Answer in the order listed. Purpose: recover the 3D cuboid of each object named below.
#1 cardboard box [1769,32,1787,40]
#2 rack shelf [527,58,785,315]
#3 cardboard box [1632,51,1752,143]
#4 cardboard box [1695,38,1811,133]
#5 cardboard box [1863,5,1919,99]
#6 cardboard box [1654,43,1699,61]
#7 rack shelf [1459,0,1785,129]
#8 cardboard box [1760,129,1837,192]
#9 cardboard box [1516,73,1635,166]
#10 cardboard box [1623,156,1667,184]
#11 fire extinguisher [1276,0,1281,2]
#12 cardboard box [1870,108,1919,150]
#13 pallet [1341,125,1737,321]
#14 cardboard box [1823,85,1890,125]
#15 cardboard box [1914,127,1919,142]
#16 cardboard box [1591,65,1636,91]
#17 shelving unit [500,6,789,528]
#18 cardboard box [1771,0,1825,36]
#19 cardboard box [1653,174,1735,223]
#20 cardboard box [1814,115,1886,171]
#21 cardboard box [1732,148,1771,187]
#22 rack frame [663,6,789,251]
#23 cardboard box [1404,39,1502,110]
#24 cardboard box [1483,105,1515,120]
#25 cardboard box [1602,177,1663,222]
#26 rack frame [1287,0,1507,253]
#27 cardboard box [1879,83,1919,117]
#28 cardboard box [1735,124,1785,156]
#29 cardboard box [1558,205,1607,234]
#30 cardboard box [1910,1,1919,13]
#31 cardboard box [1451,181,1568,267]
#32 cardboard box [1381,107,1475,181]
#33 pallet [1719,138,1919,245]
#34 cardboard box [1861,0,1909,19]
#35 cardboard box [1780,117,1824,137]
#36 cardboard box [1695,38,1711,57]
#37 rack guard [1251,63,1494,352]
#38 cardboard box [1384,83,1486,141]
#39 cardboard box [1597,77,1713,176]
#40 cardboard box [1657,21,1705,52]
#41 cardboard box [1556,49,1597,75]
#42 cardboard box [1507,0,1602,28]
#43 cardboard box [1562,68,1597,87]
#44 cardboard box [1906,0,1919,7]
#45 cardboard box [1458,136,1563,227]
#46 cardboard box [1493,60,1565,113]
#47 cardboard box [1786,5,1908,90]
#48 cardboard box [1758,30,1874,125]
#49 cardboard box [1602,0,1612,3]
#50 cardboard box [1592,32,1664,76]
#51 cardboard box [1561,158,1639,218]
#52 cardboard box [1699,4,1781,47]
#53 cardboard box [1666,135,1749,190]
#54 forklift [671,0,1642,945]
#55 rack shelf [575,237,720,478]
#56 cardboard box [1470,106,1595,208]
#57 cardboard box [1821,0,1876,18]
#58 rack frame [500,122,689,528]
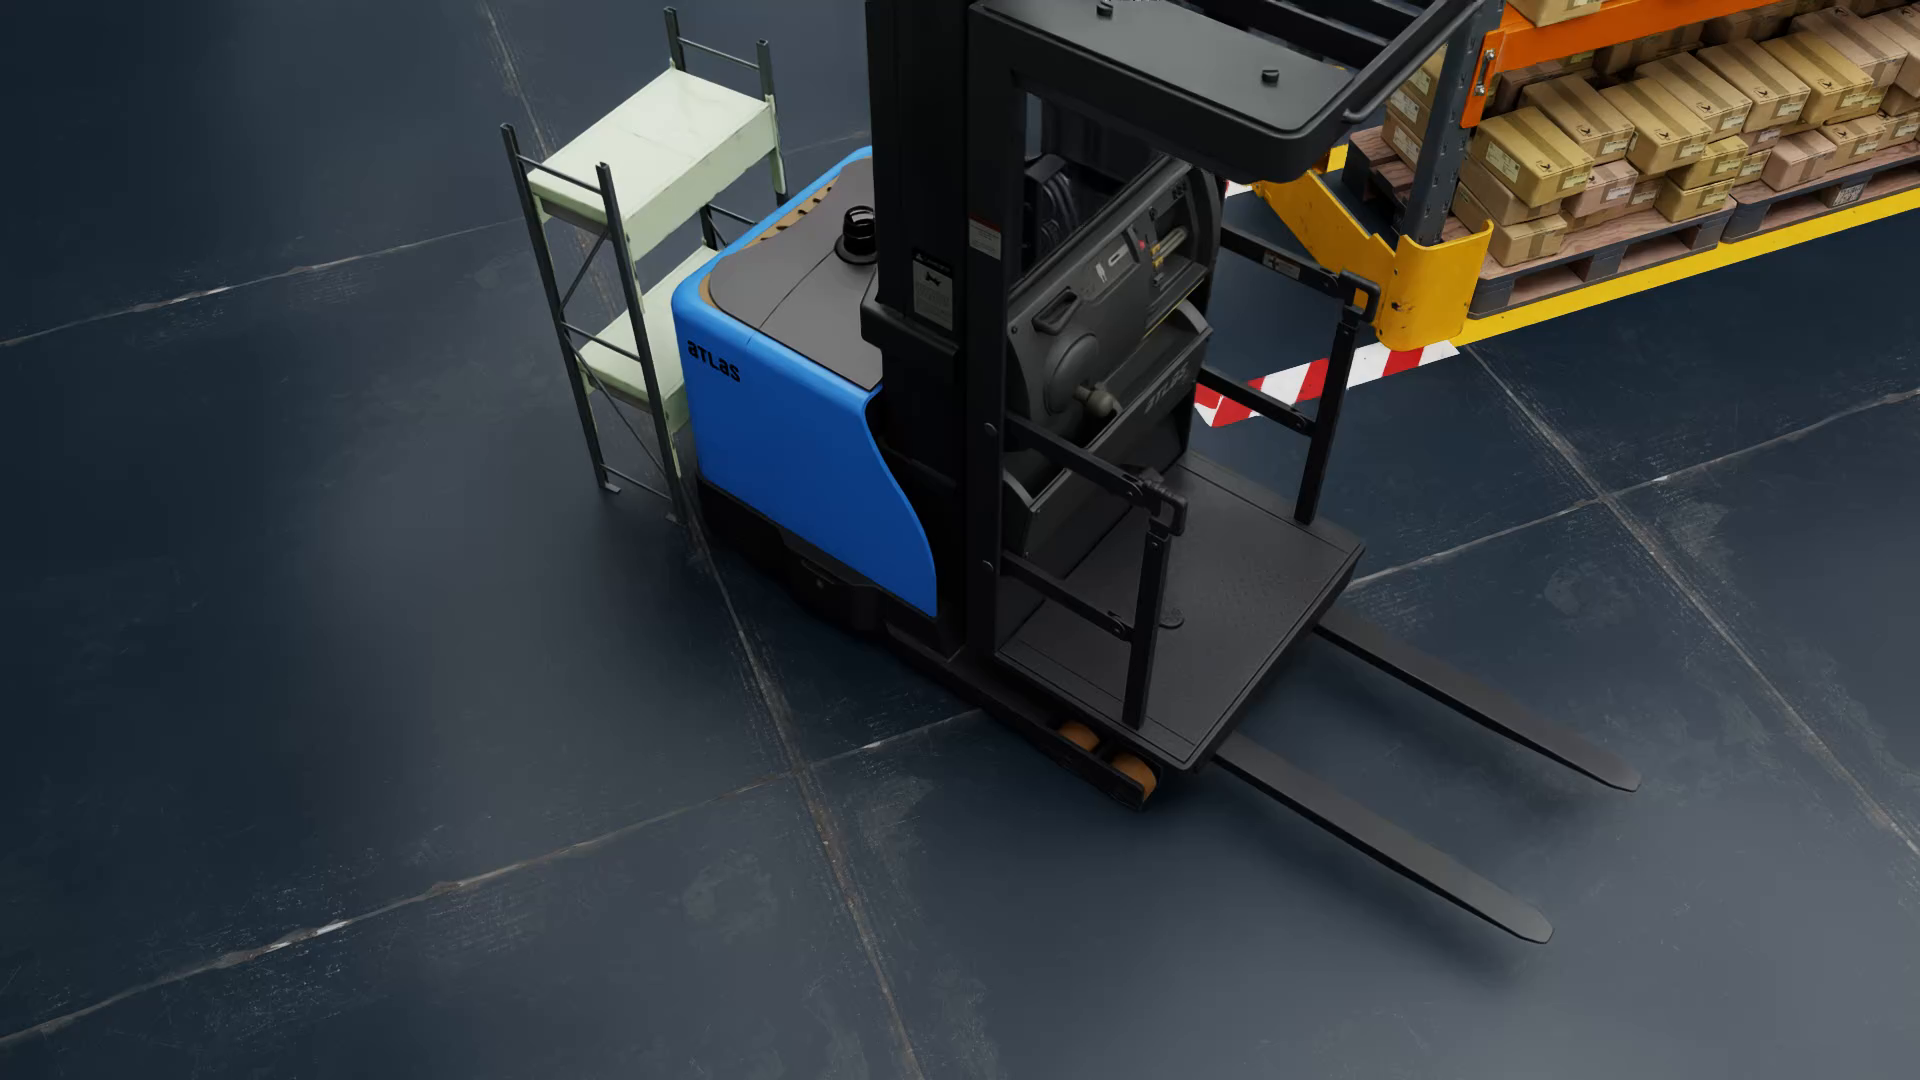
[{"bbox_3d":[3.345,-2.244,7.106,0.250,0.149,0.380,-17,51,-14],"label":"cardboard box"},{"bbox_3d":[-0.945,-1.116,5.196,0.431,0.370,0.720,25,54,22],"label":"rack shelf"},{"bbox_3d":[2.824,-1.709,6.451,0.250,0.149,0.380,-20,52,-16],"label":"cardboard box"},{"bbox_3d":[3.084,-1.782,6.513,0.250,0.149,0.380,-15,51,-13],"label":"cardboard box"},{"bbox_3d":[3.813,-1.959,6.665,0.250,0.149,0.380,-19,52,-16],"label":"cardboard box"},{"bbox_3d":[2.857,-2.085,6.970,0.250,0.149,0.380,-17,51,-14],"label":"cardboard box"},{"bbox_3d":[3.372,-2.460,6.359,4.000,0.370,1.077,-17,52,-14],"label":"rack shelf"},{"bbox_3d":[3.307,-1.609,6.757,0.250,0.149,0.380,-20,52,-16],"label":"cardboard box"},{"bbox_3d":[2.344,-1.597,6.355,0.250,0.149,0.380,-16,51,-14],"label":"cardboard box"},{"bbox_3d":[2.571,-1.566,6.524,0.250,0.149,0.380,-17,51,-14],"label":"cardboard box"},{"bbox_3d":[1.113,-2.225,5.981,0.183,0.674,0.296,-17,52,-14],"label":"fire extinguisher"},{"bbox_3d":[3.765,-1.799,6.920,0.250,0.149,0.380,-16,51,-14],"label":"cardboard box"},{"bbox_3d":[2.357,-1.442,6.849,1.213,0.211,1.003,-17,52,-14],"label":"pallet"},{"bbox_3d":[3.549,-1.884,6.797,0.250,0.149,0.380,-15,51,-13],"label":"cardboard box"},{"bbox_3d":[4.032,-1.827,6.944,0.250,0.149,0.380,-17,52,-14],"label":"cardboard box"},{"bbox_3d":[2.670,-1.932,6.838,0.250,0.149,0.380,-18,52,-15],"label":"cardboard box"},{"bbox_3d":[-0.934,-0.856,5.487,0.431,1.500,0.755,25,54,22],"label":"shelving unit"},{"bbox_3d":[3.370,-2.286,6.946,0.250,0.149,0.380,-17,51,-14],"label":"cardboard box"},{"bbox_3d":[2.844,-1.459,6.628,0.250,0.149,0.380,-17,51,-14],"label":"cardboard box"},{"bbox_3d":[3.554,-1.707,6.841,0.250,0.149,0.380,-17,52,-14],"label":"cardboard box"},{"bbox_3d":[3.044,-1.599,6.748,0.250,0.149,0.380,-17,51,-14],"label":"cardboard box"},{"bbox_3d":[-0.733,-1.088,5.686,0.400,1.500,0.023,25,54,22],"label":"rack frame"},{"bbox_3d":[1.915,-1.852,6.573,0.250,0.149,0.380,-17,51,-14],"label":"cardboard box"},{"bbox_3d":[2.164,-1.814,6.737,0.250,0.149,0.380,-18,52,-15],"label":"cardboard box"},{"bbox_3d":[2.566,-1.462,6.631,0.250,0.149,0.380,-17,51,-14],"label":"cardboard box"},{"bbox_3d":[1.521,-2.120,5.594,0.127,3.000,1.000,-17,52,-14],"label":"rack frame"},{"bbox_3d":[3.812,-1.931,6.837,0.250,0.149,0.380,-19,52,-16],"label":"cardboard box"},{"bbox_3d":[3.059,-1.707,6.645,0.250,0.149,0.380,-19,52,-16],"label":"cardboard box"},{"bbox_3d":[2.338,-1.386,6.566,0.250,0.149,0.380,-17,52,-14],"label":"cardboard box"},{"bbox_3d":[4.058,-2.045,6.739,0.250,0.149,0.380,-20,52,-16],"label":"cardboard box"},{"bbox_3d":[2.127,-1.254,6.452,0.250,0.149,0.380,-16,51,-14],"label":"cardboard box"},{"bbox_3d":[1.929,-1.626,6.771,0.250,0.149,0.380,-16,51,-14],"label":"cardboard box"},{"bbox_3d":[3.484,-1.789,7.147,1.213,0.211,1.003,-17,52,-14],"label":"pallet"},{"bbox_3d":[3.841,-2.325,7.176,0.250,0.149,0.380,-15,51,-13],"label":"cardboard box"},{"bbox_3d":[3.295,-1.814,6.737,0.250,0.149,0.380,-15,51,-12],"label":"cardboard box"},{"bbox_3d":[3.101,-2.145,7.022,0.250,0.149,0.380,-15,51,-12],"label":"cardboard box"},{"bbox_3d":[1.591,-1.328,6.561,0.348,0.500,1.175,-17,52,-14],"label":"rack guard"},{"bbox_3d":[1.902,-1.777,6.705,0.250,0.149,0.380,-18,52,-15],"label":"cardboard box"},{"bbox_3d":[2.626,-1.580,6.340,0.250,0.149,0.380,-17,52,-14],"label":"cardboard box"},{"bbox_3d":[2.853,-2.193,6.866,0.250,0.149,0.380,-15,51,-13],"label":"cardboard box"},{"bbox_3d":[2.361,-2.047,6.741,0.250,0.149,0.380,-18,52,-15],"label":"cardboard box"},{"bbox_3d":[1.945,-1.901,5.571,0.250,0.149,0.380,-18,52,-15],"label":"cardboard box"},{"bbox_3d":[2.382,-1.927,6.834,0.250,0.149,0.380,-19,52,-16],"label":"cardboard box"},{"bbox_3d":[4.104,-2.387,7.229,0.250,0.149,0.380,-20,52,-16],"label":"cardboard box"},{"bbox_3d":[2.103,-1.395,6.377,0.250,0.149,0.380,-15,51,-13],"label":"cardboard box"},{"bbox_3d":[2.170,-1.884,6.601,0.250,0.149,0.380,-16,51,-14],"label":"cardboard box"},{"bbox_3d":[3.542,-1.965,6.670,0.250,0.149,0.380,-17,51,-14],"label":"cardboard box"},{"bbox_3d":[3.345,-1.825,6.550,0.250,0.149,0.380,-16,51,-14],"label":"cardboard box"},{"bbox_3d":[2.165,-2.003,5.659,0.250,0.149,0.380,-16,51,-13],"label":"cardboard box"},{"bbox_3d":[2.625,-2.077,6.767,0.250,0.149,0.380,-19,52,-16],"label":"cardboard box"},{"bbox_3d":[2.378,-1.434,6.411,0.250,0.149,0.380,-17,52,-14],"label":"cardboard box"},{"bbox_3d":[3.139,-2.191,6.864,0.250,0.149,0.380,-19,52,-15],"label":"cardboard box"},{"bbox_3d":[2.850,-1.564,6.522,0.250,0.149,0.380,-16,51,-13],"label":"cardboard box"},{"bbox_3d":[0.591,-0.610,4.342,3.031,2.935,1.130,30,56,23],"label":"forklift"},{"bbox_3d":[-0.925,-0.639,5.730,0.431,0.370,0.720,25,54,22],"label":"rack shelf"},{"bbox_3d":[2.134,-1.434,6.214,0.250,0.149,0.380,-19,52,-16],"label":"cardboard box"},{"bbox_3d":[3.613,-2.329,6.983,0.250,0.149,0.380,-19,52,-16],"label":"cardboard box"},{"bbox_3d":[-1.135,-0.624,5.287,0.400,1.500,0.023,25,54,22],"label":"rack frame"}]
